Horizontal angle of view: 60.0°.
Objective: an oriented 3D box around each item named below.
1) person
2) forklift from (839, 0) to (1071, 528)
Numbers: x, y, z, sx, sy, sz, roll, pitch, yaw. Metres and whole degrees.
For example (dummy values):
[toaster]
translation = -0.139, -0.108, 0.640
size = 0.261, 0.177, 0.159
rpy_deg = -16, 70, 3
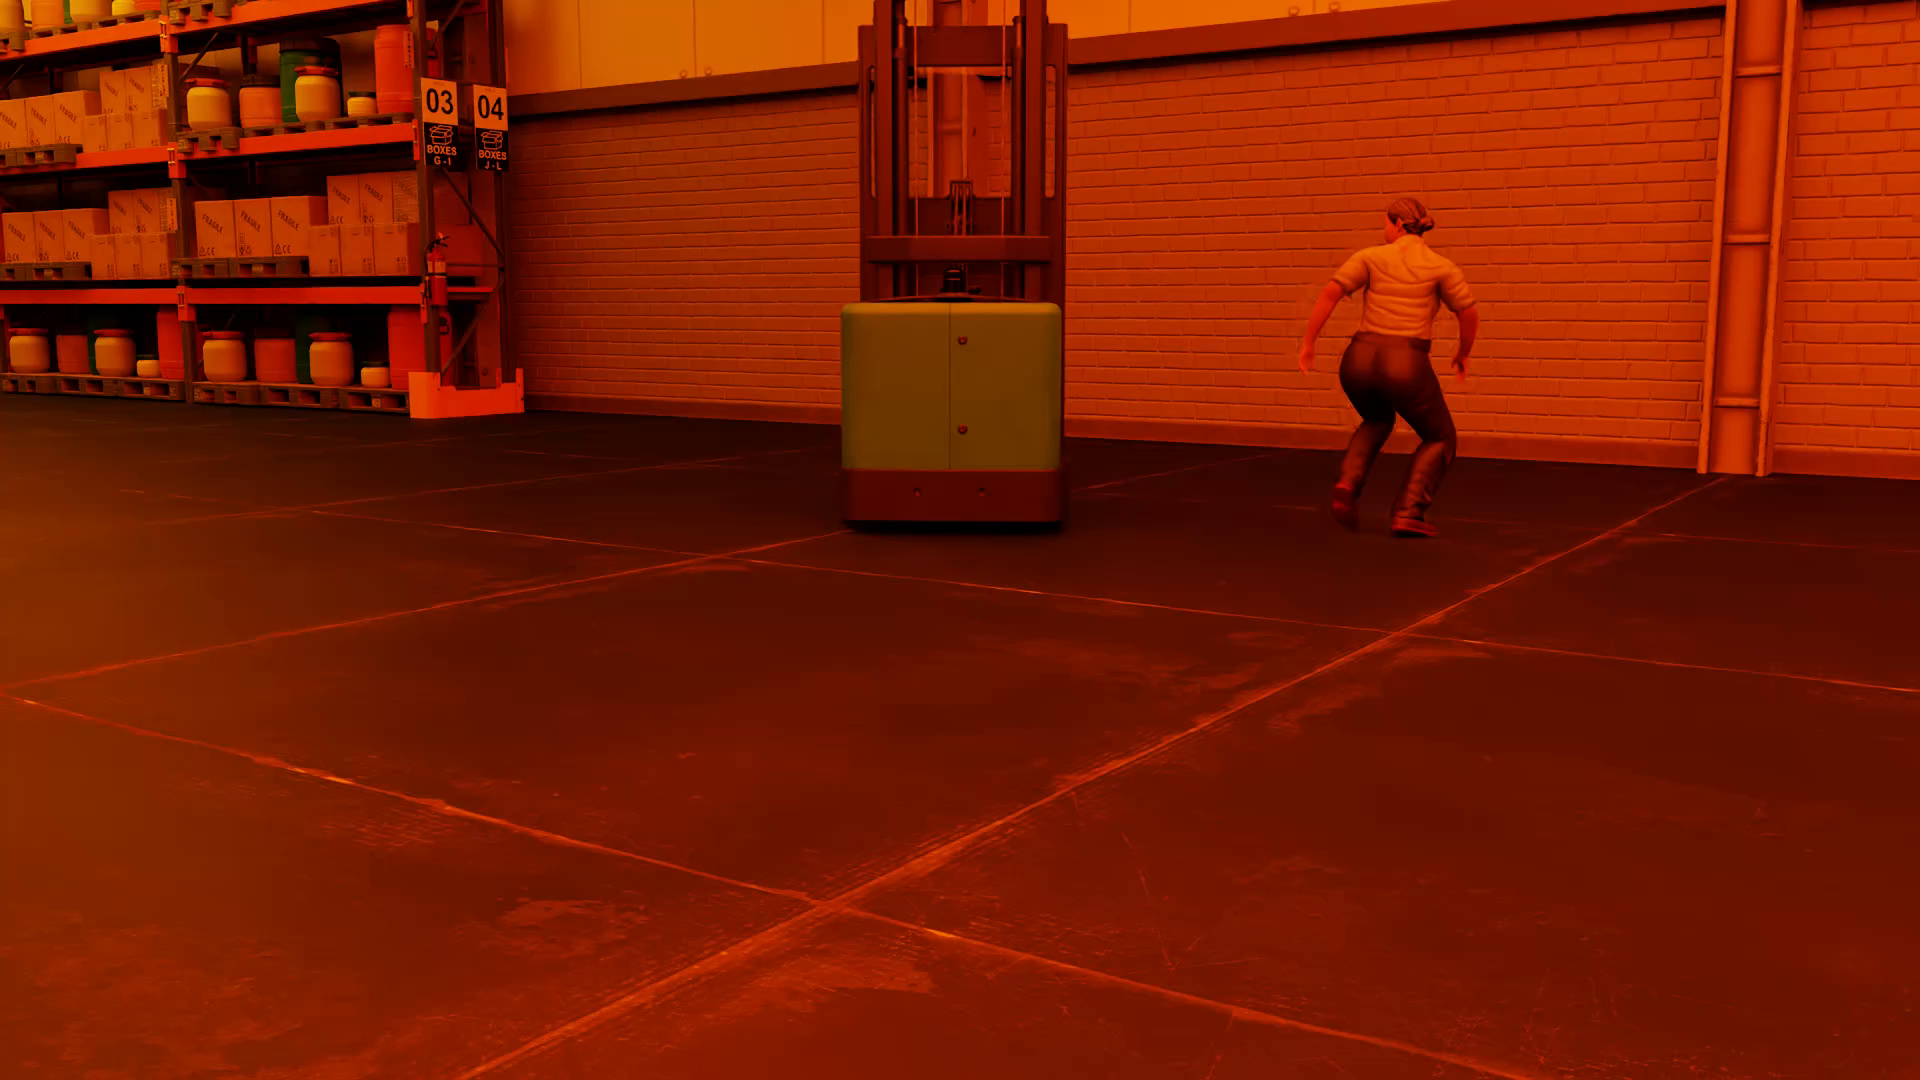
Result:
[person]
translation = 2.027, -0.804, 7.766
size = 0.706, 1.568, 0.619
rpy_deg = 6, 10, 38
[forklift]
translation = 0.029, -1.679, 8.999
size = 1.130, 2.935, 3.031
rpy_deg = 0, 8, 3
